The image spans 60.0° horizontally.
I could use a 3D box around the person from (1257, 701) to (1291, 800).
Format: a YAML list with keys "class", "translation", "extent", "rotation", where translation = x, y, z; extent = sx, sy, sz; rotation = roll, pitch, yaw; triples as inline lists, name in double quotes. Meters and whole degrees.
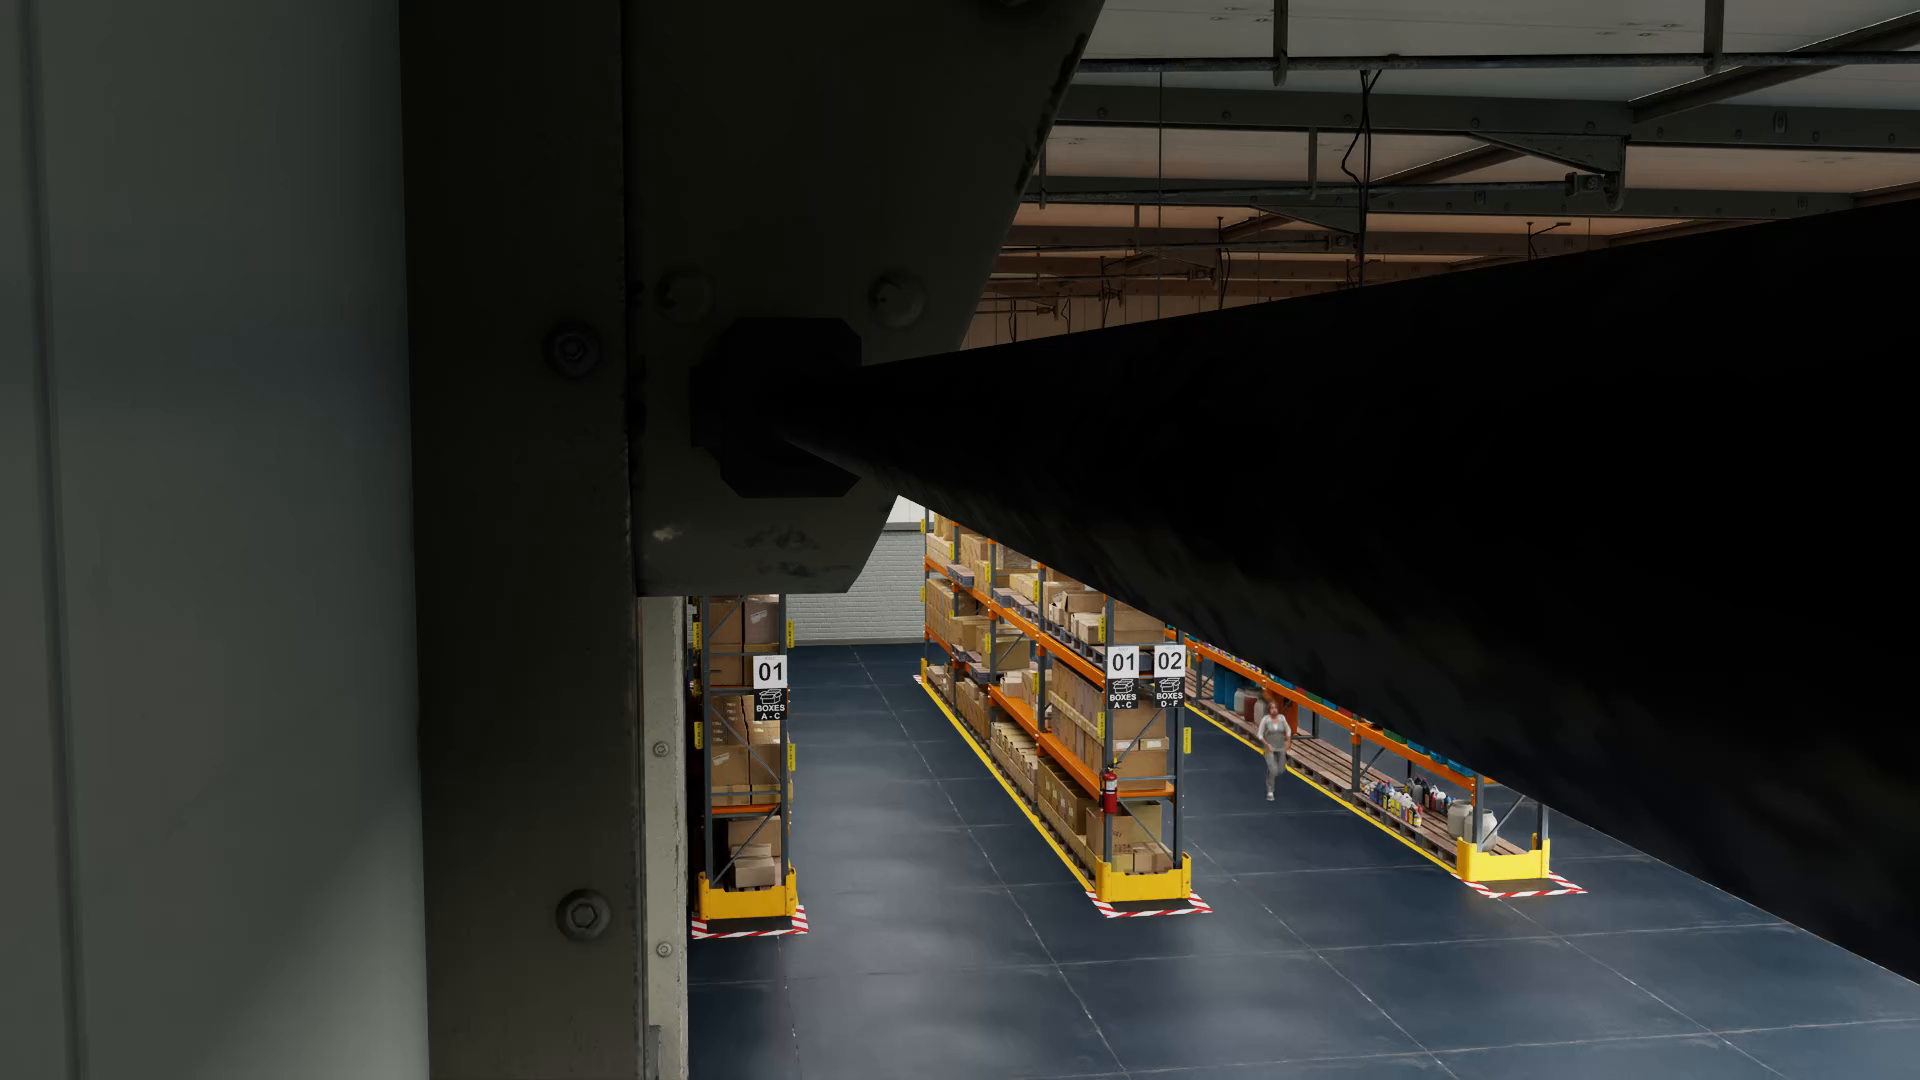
- class: "person"
  translation: [4.906, 3.280, 25.976]
  extent: [0.561, 1.564, 0.608]
  rotation: [0, 5, -4]
